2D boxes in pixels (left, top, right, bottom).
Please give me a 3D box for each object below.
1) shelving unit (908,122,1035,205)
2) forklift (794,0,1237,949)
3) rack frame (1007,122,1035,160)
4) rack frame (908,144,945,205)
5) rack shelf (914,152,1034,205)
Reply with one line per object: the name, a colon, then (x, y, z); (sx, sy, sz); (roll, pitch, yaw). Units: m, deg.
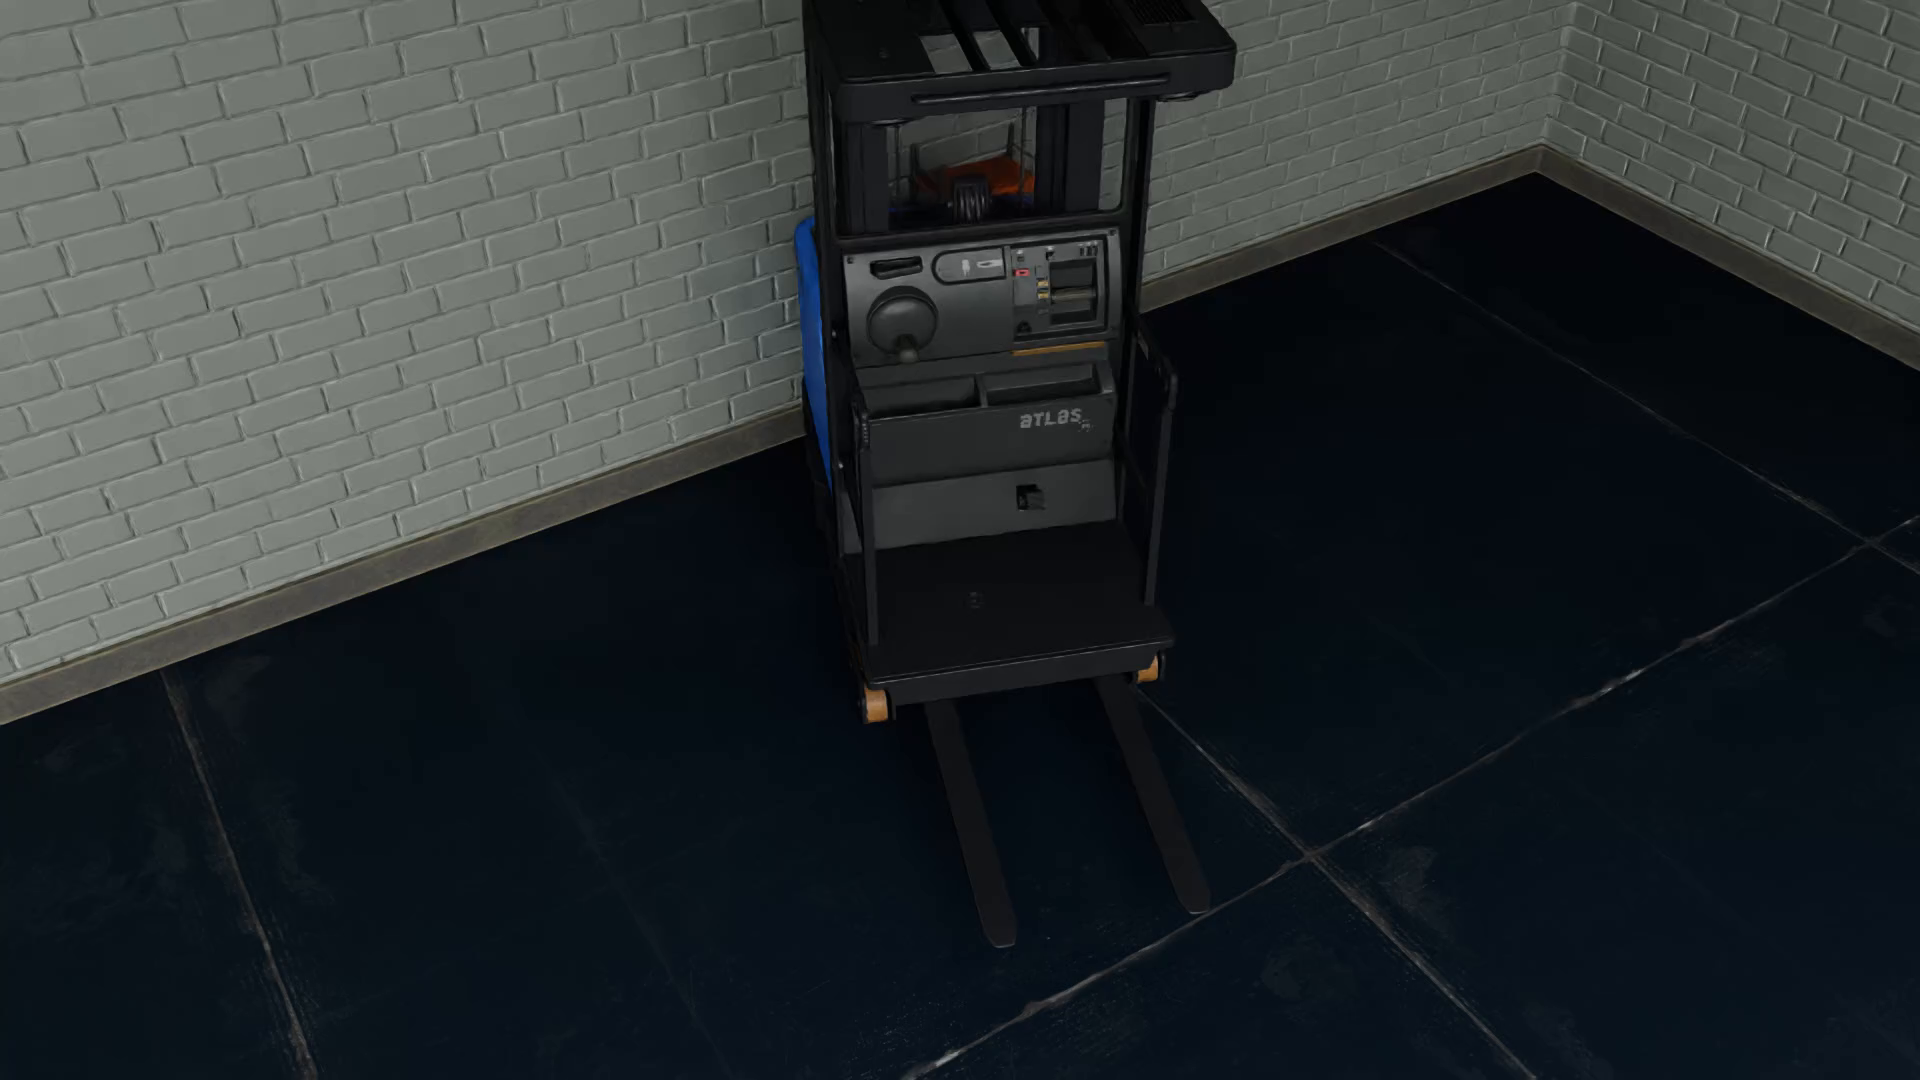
shelving unit: (0.045, -1.141, 7.164); (0.503, 1.200, 0.258); (-19, 42, -28)
forklift: (0.126, -0.734, 5.341); (1.130, 2.935, 3.031); (-8, 40, -9)
rack frame: (0.249, -1.213, 7.277); (0.015, 1.200, 0.240); (-19, 42, -28)
rack frame: (-0.160, -1.070, 7.051); (0.015, 1.200, 0.240); (-19, 42, -28)
rack shelf: (0.062, -1.457, 6.931); (0.480, 0.148, 0.258); (-19, 42, -28)
